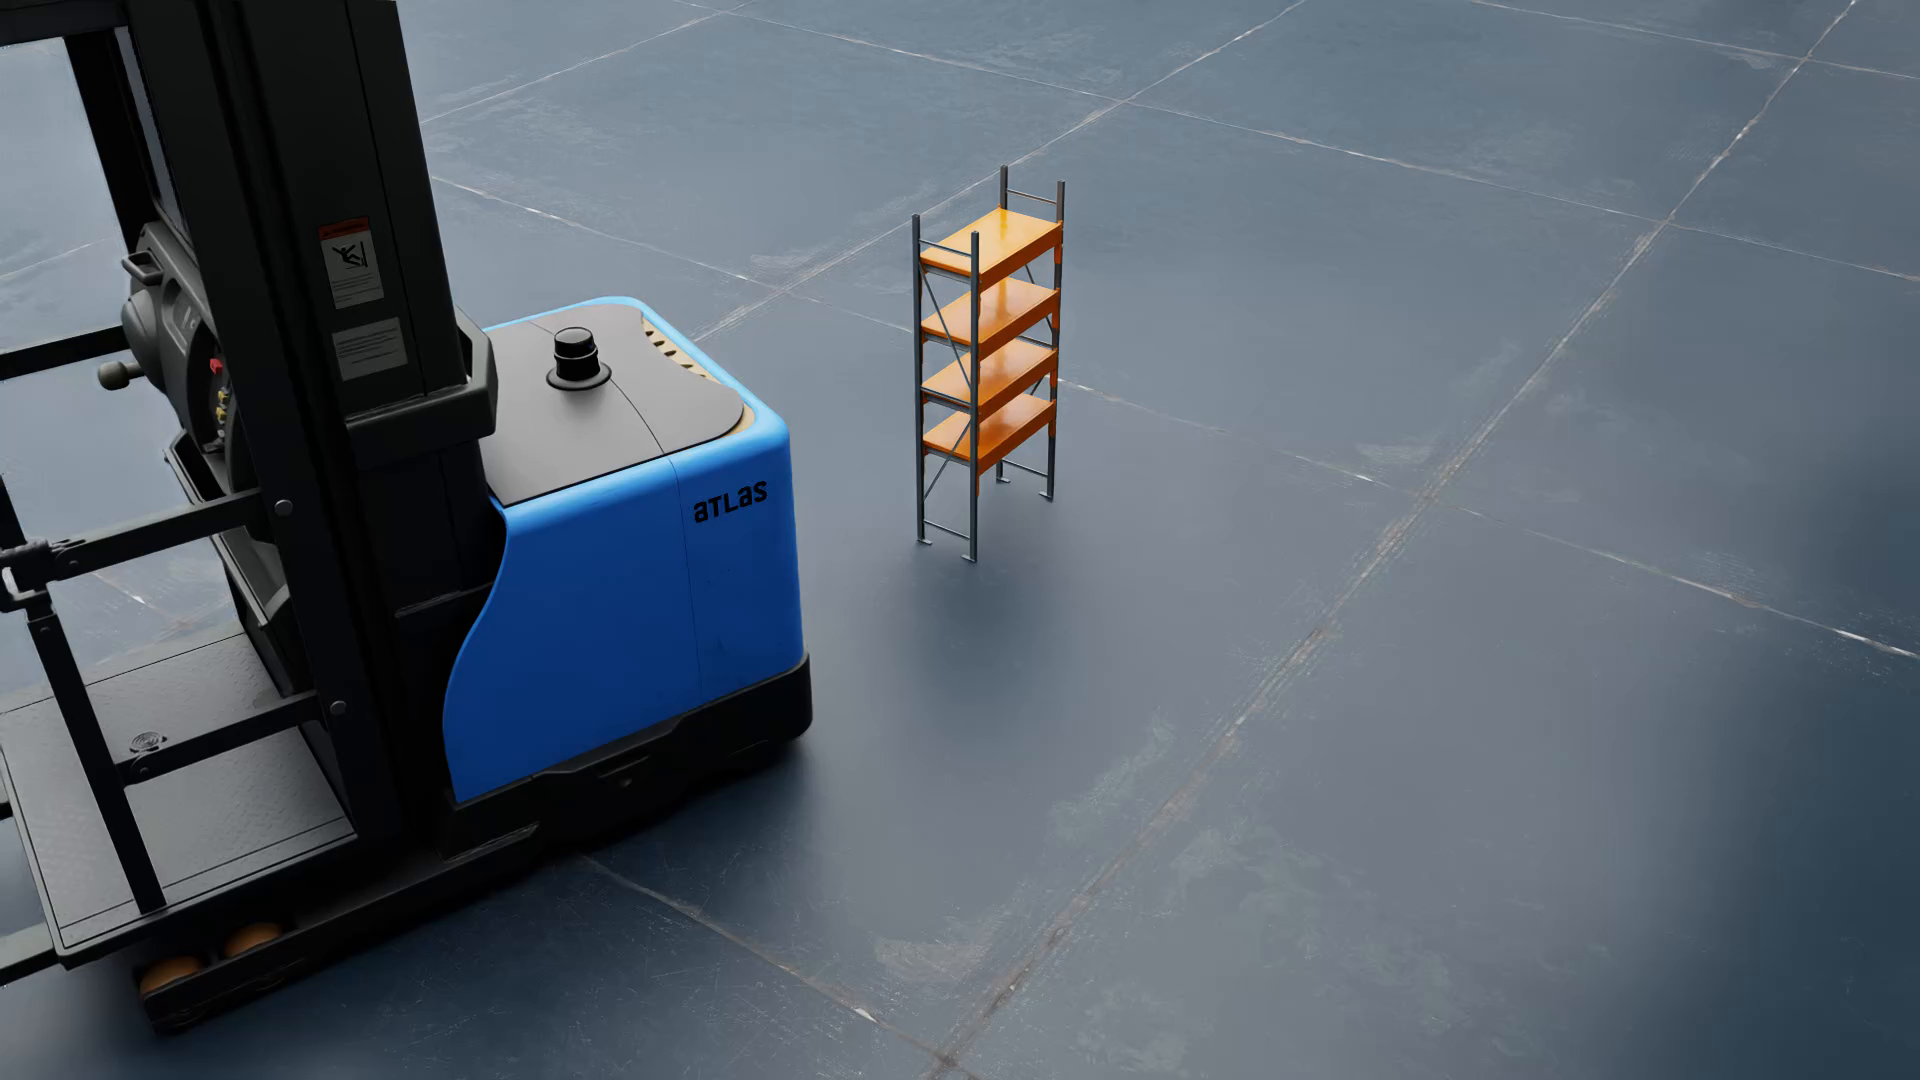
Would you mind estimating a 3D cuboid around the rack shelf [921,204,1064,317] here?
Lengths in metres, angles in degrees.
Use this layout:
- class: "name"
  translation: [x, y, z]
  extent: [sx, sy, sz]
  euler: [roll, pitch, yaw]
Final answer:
- class: "rack shelf"
  translation: [0.094, -0.899, 5.306]
  extent: [0.258, 0.148, 0.480]
  euler: [21, 39, 28]

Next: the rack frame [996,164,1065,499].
- class: "rack frame"
  translation: [0.234, -0.686, 5.693]
  extent: [0.240, 1.200, 0.015]
  euler: [21, 39, 28]

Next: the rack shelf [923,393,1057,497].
- class: "rack shelf"
  translation: [0.094, -0.353, 5.675]
  extent: [0.258, 0.148, 0.480]
  euler: [21, 39, 28]

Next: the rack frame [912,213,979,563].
- class: "rack frame"
  translation: [-0.045, -0.461, 5.361]
  extent: [0.240, 1.200, 0.015]
  euler: [21, 39, 28]

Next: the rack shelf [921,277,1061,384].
- class: "rack shelf"
  translation: [0.094, -0.703, 5.439]
  extent: [0.258, 0.148, 0.480]
  euler: [21, 39, 28]

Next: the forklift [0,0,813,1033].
- class: "forklift"
  translation: [-1.933, -0.381, 3.696]
  extent: [3.031, 2.935, 1.130]
  euler: [-21, 39, -28]

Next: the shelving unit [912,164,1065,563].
- class: "shelving unit"
  translation: [0.094, -0.573, 5.527]
  extent: [0.258, 1.200, 0.503]
  euler: [21, 39, 28]

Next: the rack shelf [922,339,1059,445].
- class: "rack shelf"
  translation: [0.094, -0.517, 5.564]
  extent: [0.258, 0.148, 0.480]
  euler: [21, 39, 28]
